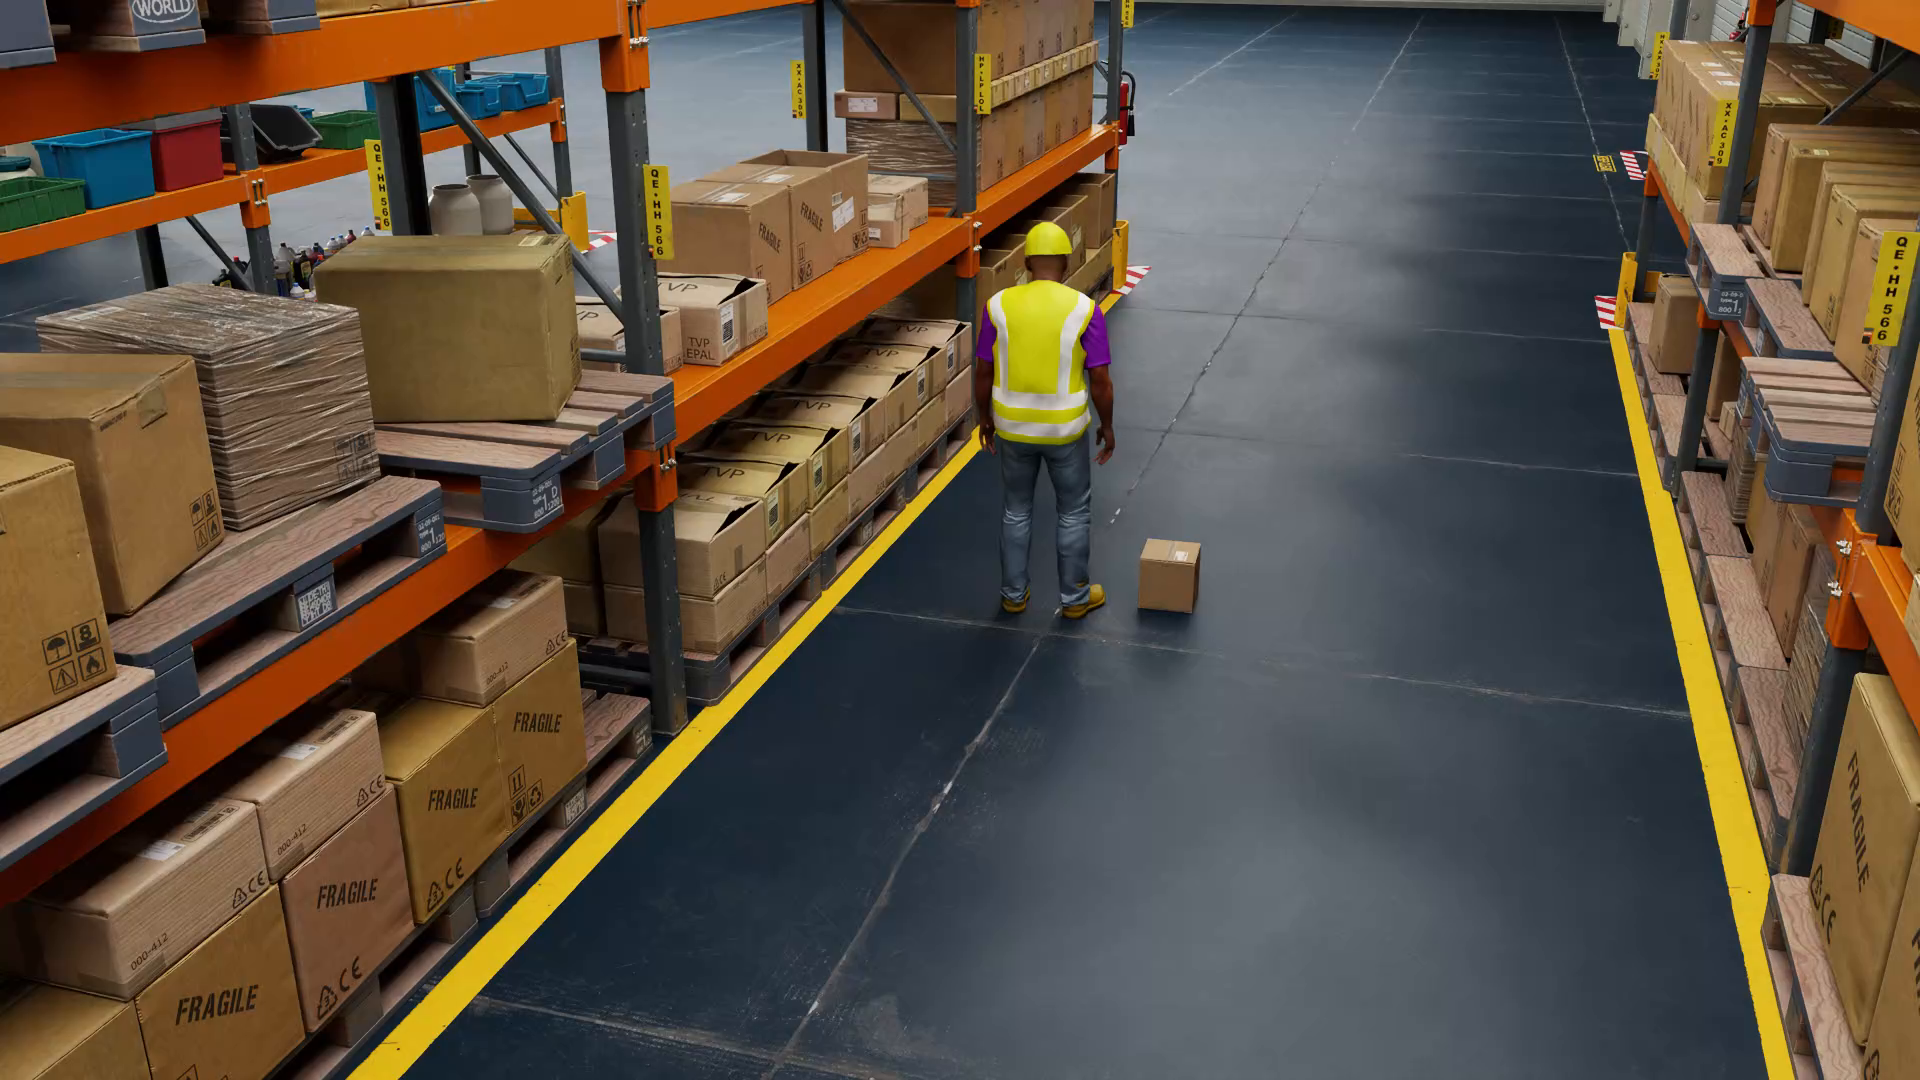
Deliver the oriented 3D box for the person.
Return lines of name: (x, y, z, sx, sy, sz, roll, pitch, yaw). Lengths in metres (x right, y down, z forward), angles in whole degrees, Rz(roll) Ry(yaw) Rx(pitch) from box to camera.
person: (0.378, -0.514, 7.348, 0.626, 1.760, 0.461, 6, 23, 15)
